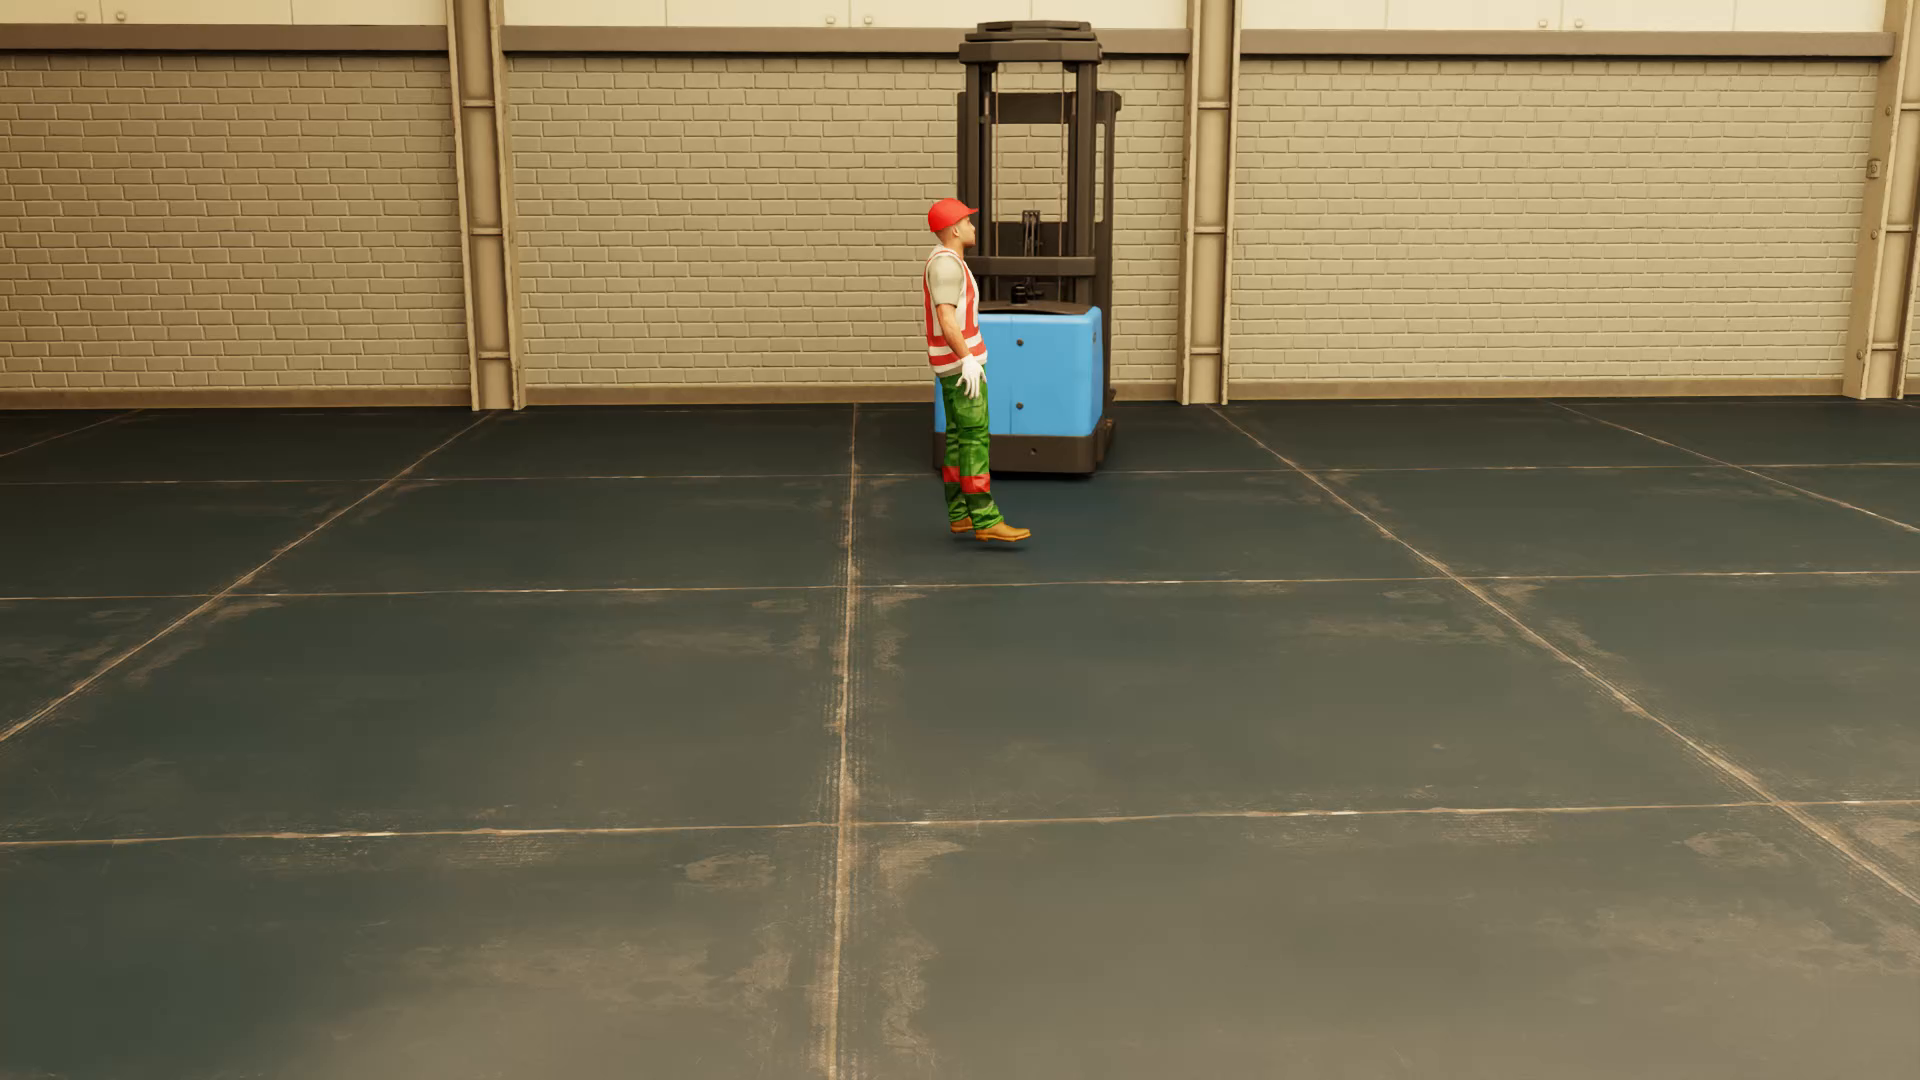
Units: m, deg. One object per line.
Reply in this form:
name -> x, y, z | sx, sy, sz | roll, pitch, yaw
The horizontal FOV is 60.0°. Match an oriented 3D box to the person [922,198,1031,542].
person -> 0.080, -0.917, 8.889 | 0.564, 1.786, 0.638 | -1, 13, -3

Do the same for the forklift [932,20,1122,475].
forklift -> 0.563, -2.131, 11.893 | 1.130, 2.935, 3.031 | 2, 13, 9
